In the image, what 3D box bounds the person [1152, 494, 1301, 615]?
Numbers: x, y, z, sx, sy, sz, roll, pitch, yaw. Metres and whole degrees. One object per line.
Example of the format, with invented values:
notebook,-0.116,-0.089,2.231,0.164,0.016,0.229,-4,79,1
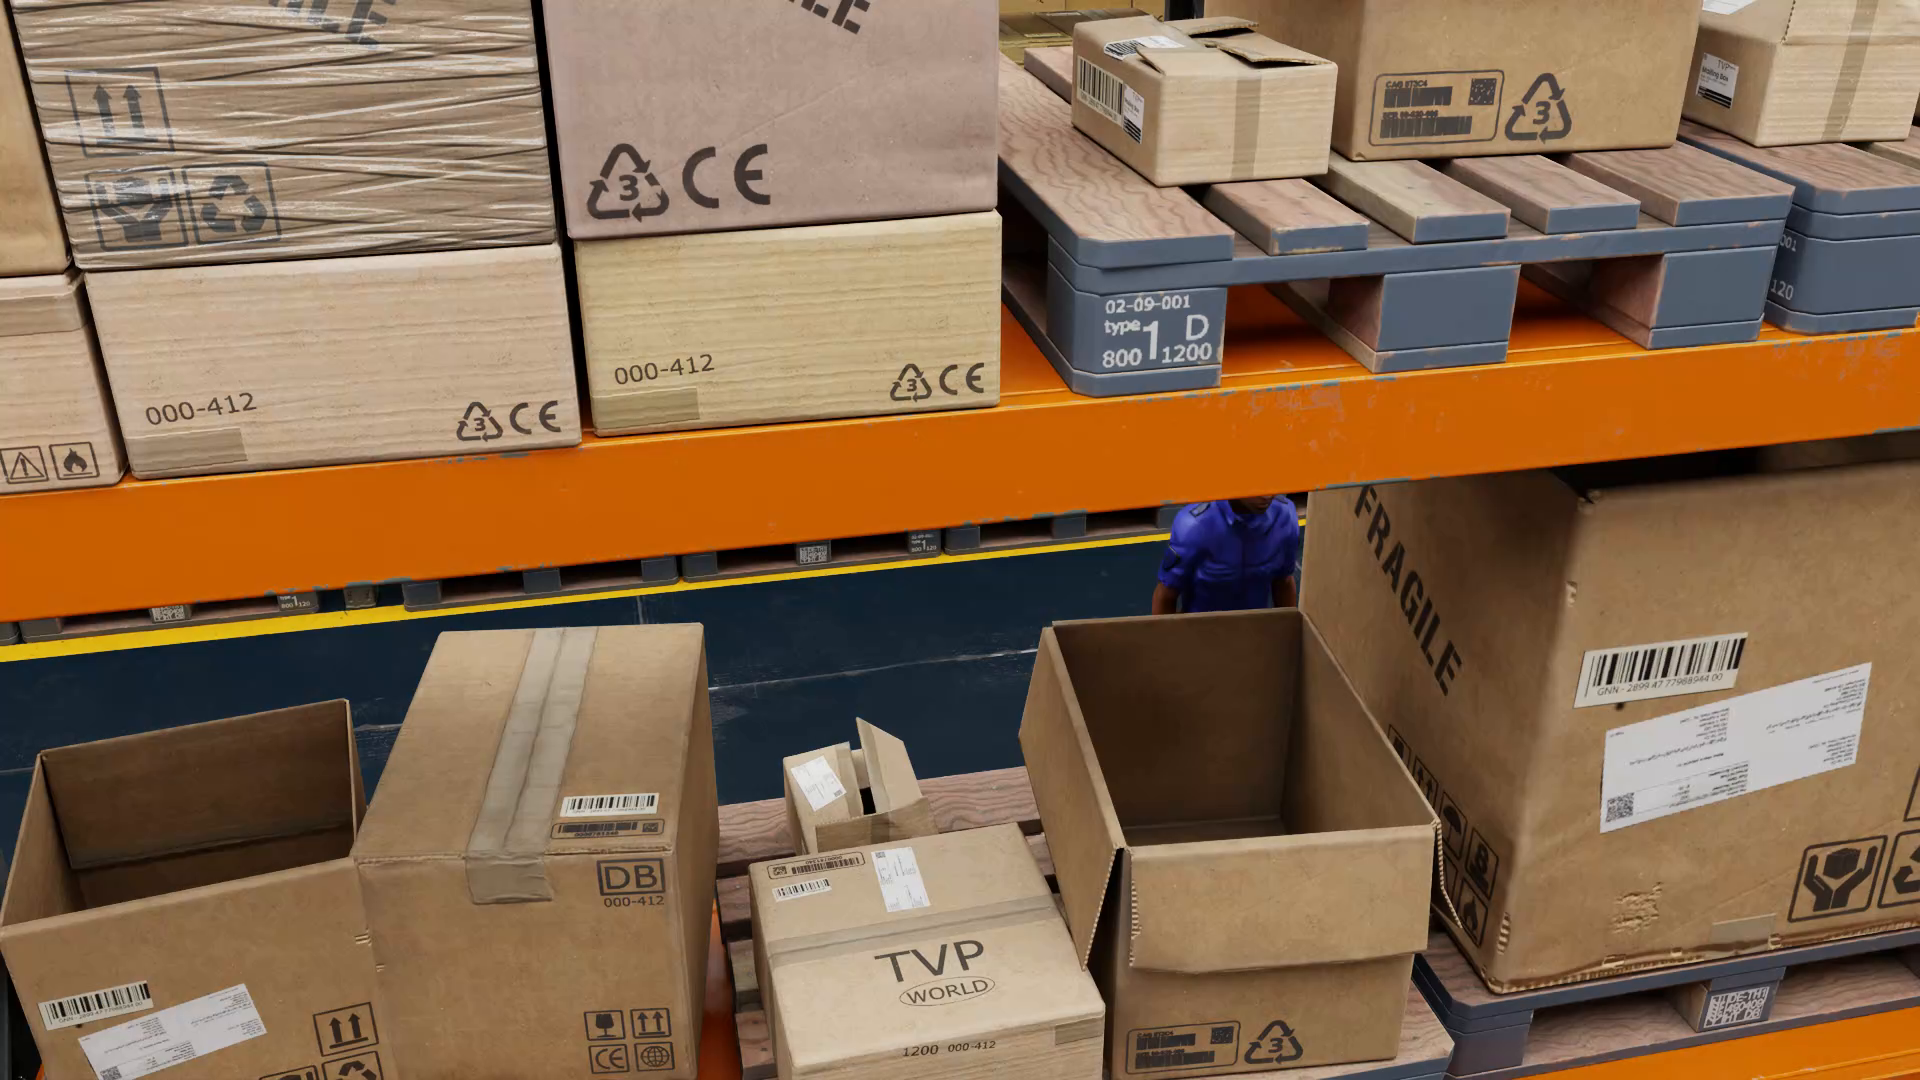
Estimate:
person,0.837,0.388,5.356,0.530,1.656,0.346,-7,28,-14
